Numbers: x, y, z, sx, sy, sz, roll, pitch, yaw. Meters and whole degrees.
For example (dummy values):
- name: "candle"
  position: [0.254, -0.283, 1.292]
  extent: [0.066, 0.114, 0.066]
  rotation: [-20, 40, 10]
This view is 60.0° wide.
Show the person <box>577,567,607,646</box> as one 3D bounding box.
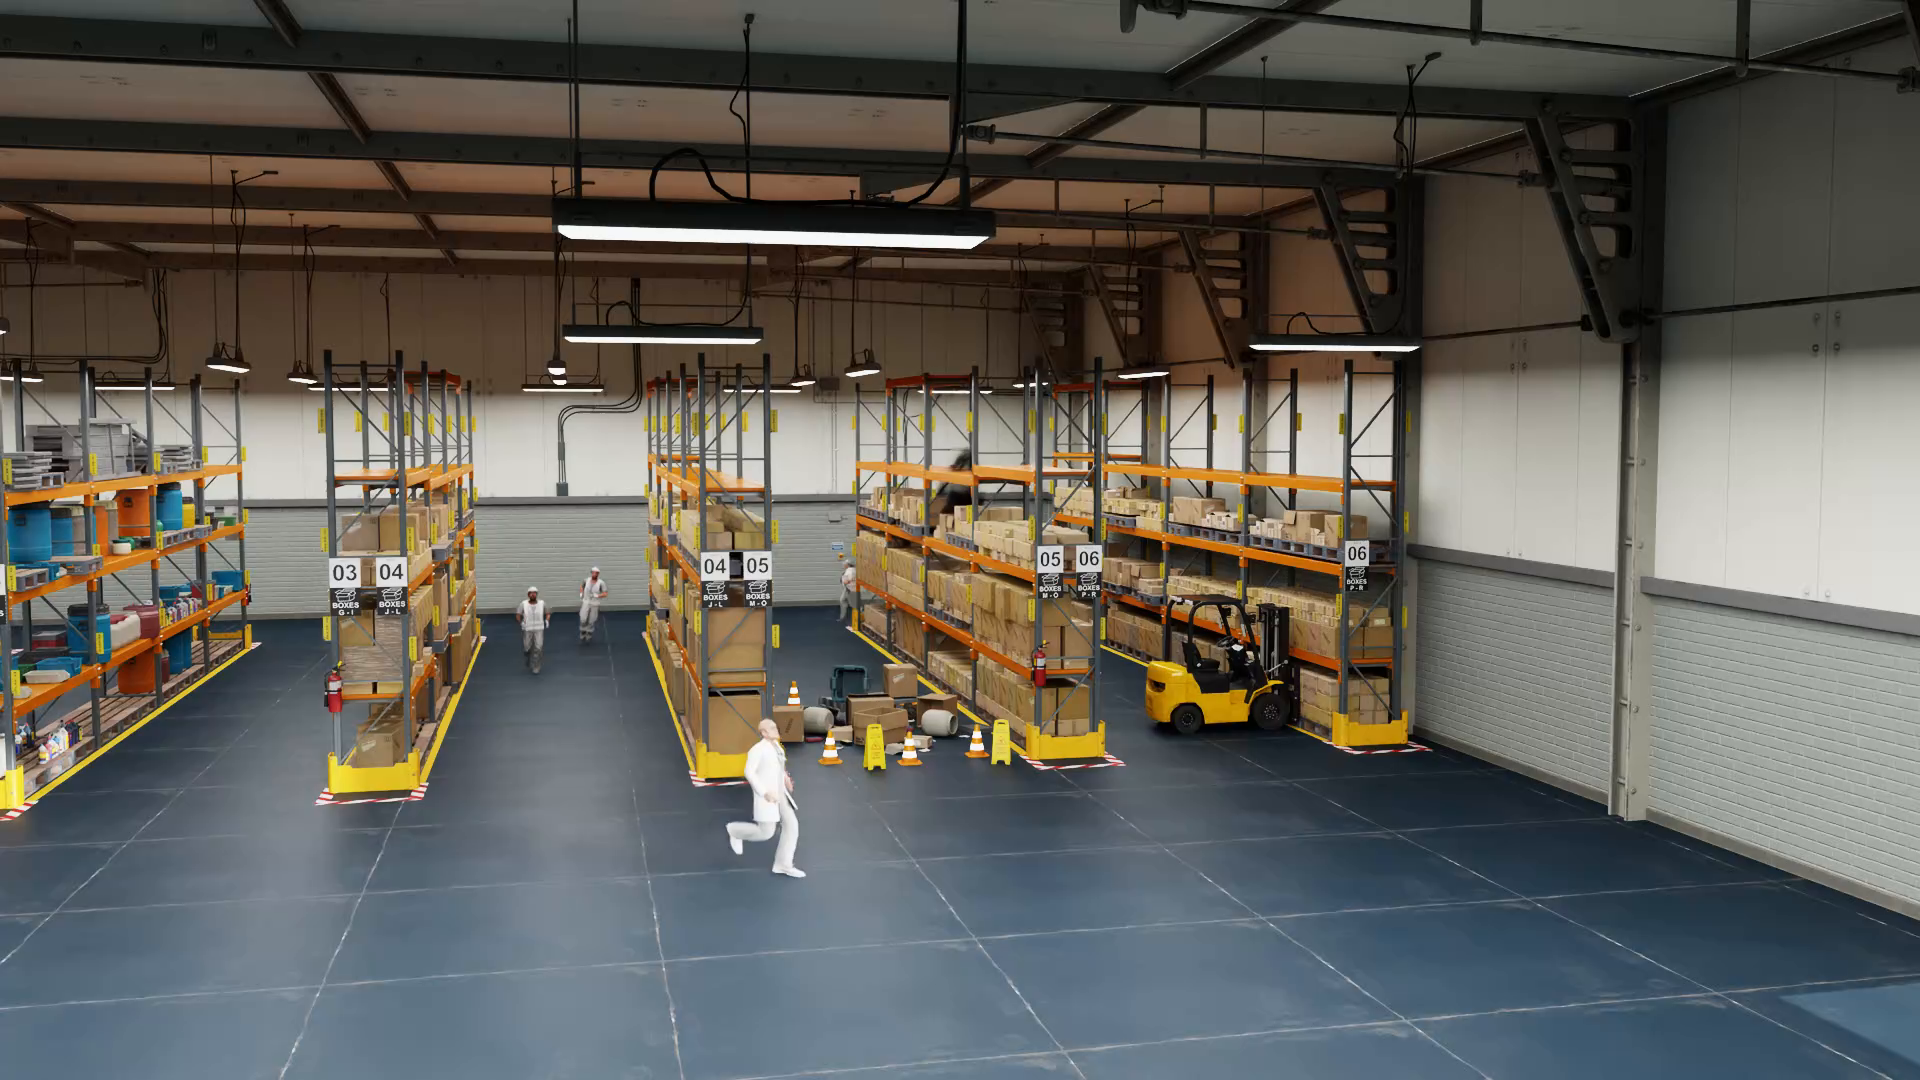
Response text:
- name: "person"
  position: [-8.343, 1.503, 37.790]
  extent: [0.689, 1.808, 0.672]
  rotation: [0, 4, -4]

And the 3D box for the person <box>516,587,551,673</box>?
- name: "person"
  position: [-8.591, 1.804, 33.519]
  extent: [0.684, 1.735, 0.660]
  rotation: [-1, 4, -18]

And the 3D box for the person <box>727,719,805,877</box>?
- name: "person"
  position: [-2.159, 2.866, 18.555]
  extent: [0.918, 1.750, 0.714]
  rotation: [2, 4, 27]

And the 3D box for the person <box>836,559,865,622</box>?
- name: "person"
  position: [-2.755, 1.282, 41.716]
  extent: [0.795, 1.637, 0.710]
  rotation: [0, 4, 3]
